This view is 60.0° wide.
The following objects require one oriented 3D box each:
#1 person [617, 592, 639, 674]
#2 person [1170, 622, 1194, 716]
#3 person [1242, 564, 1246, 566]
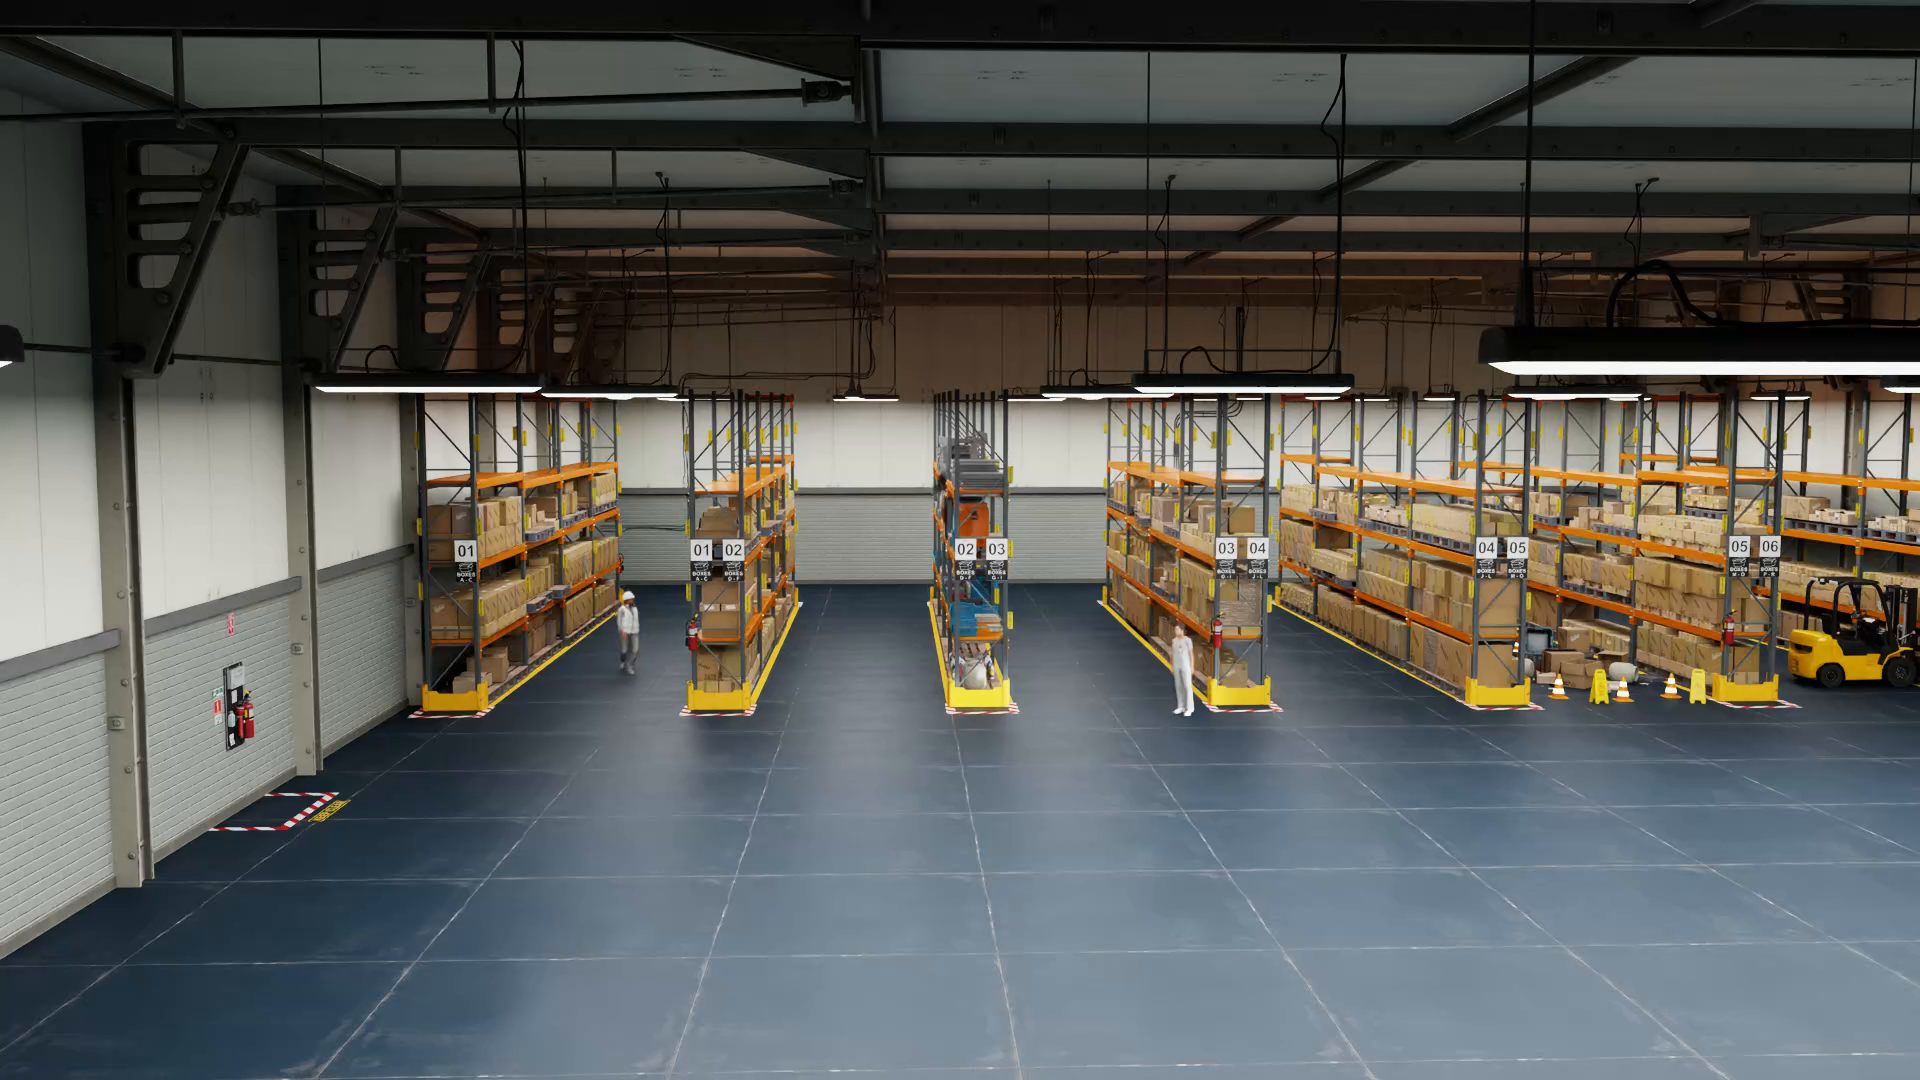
[{"bbox_3d":[-7.067,1.977,35.523,0.619,1.747,0.672,-3,6,-35],"label":"person"},{"bbox_3d":[4.100,2.385,30.821,0.524,1.704,0.420,4,6,39],"label":"person"},{"bbox_3d":[7.389,1.326,43.896,0.614,1.634,0.504,-2,5,-18],"label":"person"}]
